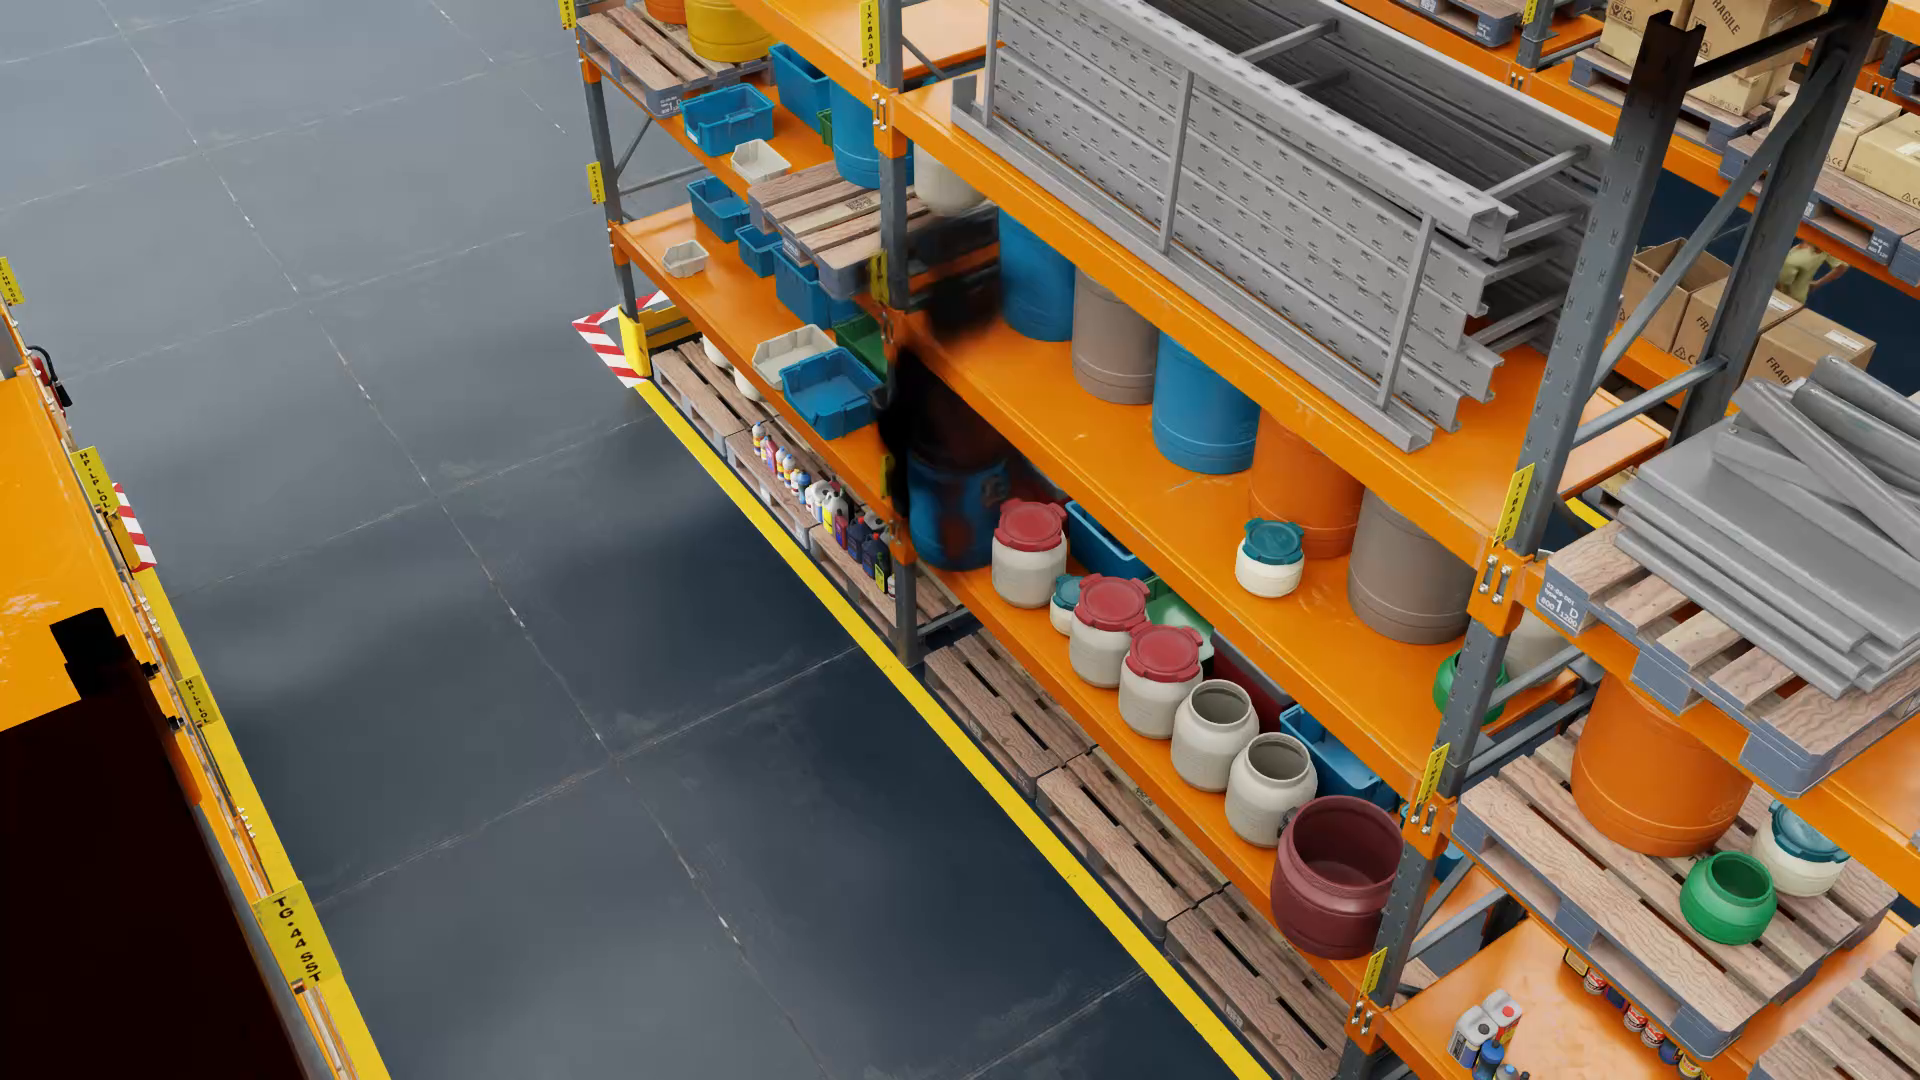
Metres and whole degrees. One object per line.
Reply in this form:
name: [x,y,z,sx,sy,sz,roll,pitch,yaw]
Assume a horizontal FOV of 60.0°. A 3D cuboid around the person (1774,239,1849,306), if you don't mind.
person: [6.125,-1.729,12.407,0.570,1.689,0.688,-29,50,-28]
